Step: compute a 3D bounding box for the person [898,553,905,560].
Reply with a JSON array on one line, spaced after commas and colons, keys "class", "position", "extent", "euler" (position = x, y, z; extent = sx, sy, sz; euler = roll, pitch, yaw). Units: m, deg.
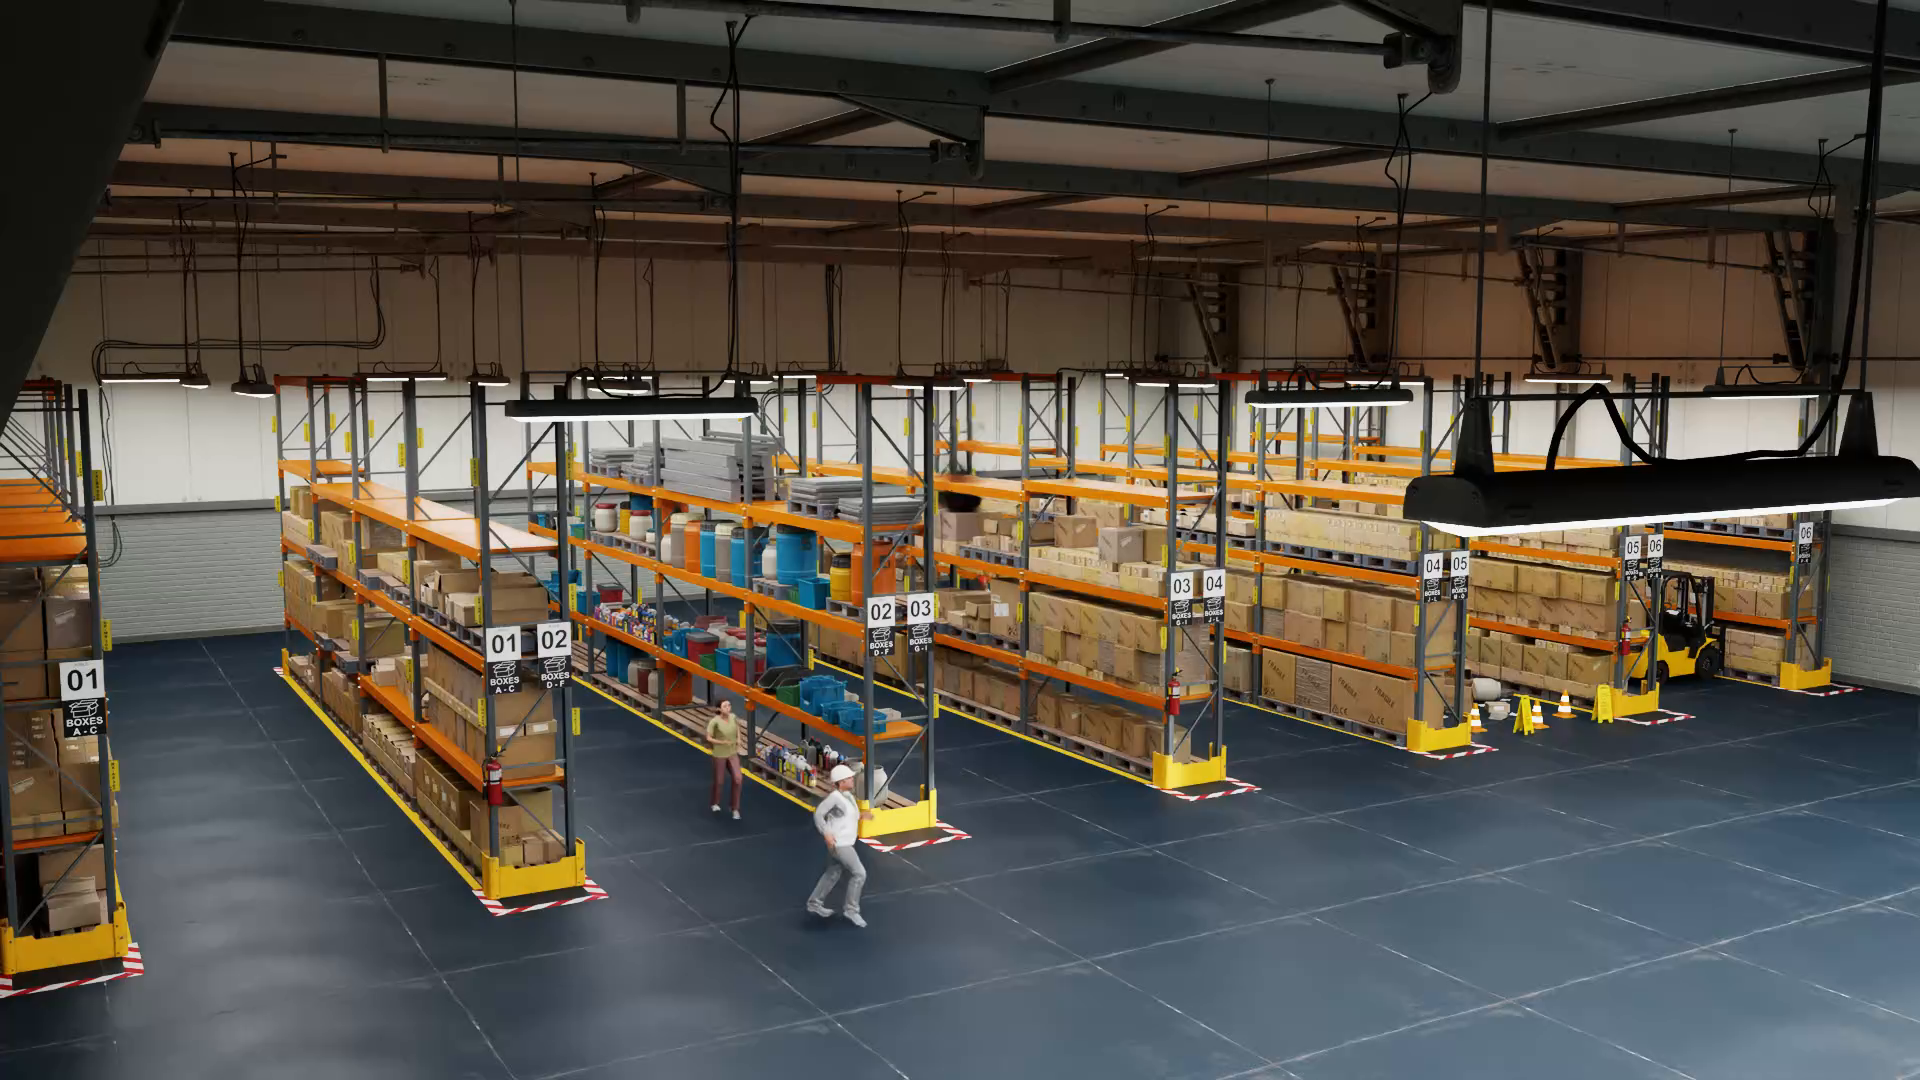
[{"class": "person", "position": [-1.518, 1.063, 41.002], "extent": [0.612, 1.578, 0.516], "euler": [3, 7, 29]}]

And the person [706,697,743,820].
[{"class": "person", "position": [-3.241, 3.011, 22.923], "extent": [0.587, 1.733, 0.709], "euler": [-4, 8, -34]}]

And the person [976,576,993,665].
[{"class": "person", "position": [0.467, 1.619, 33.303], "extent": [0.673, 1.828, 0.912], "euler": [-3, 7, -23]}]

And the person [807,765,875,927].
[{"class": "person", "position": [-1.341, 3.416, 18.665], "extent": [0.783, 1.821, 0.641], "euler": [0, 6, 1]}]
